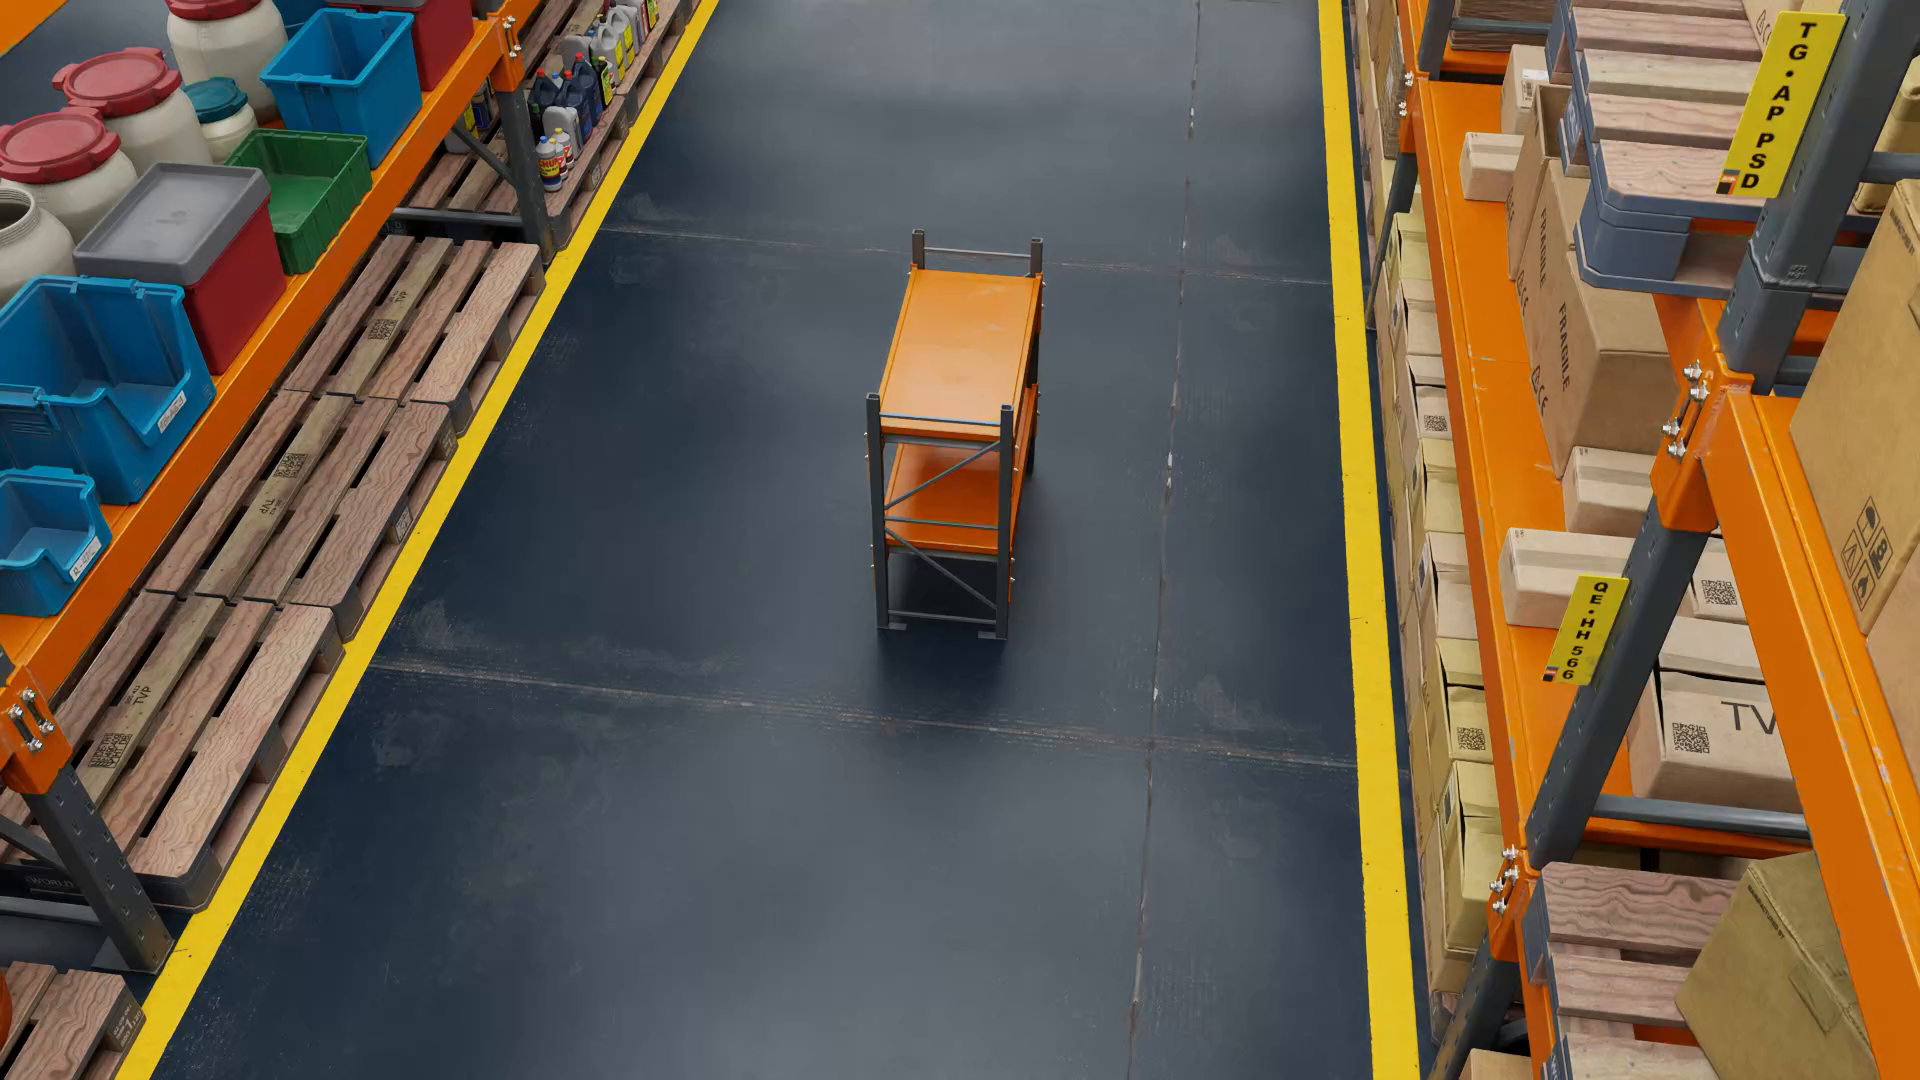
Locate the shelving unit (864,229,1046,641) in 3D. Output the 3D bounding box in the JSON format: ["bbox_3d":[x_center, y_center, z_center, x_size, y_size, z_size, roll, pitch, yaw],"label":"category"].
[{"bbox_3d":[-0.001,-0.404,6.358,0.538,1.125,1.048,5,44,6],"label":"shelving unit"}]

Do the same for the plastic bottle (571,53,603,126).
[{"bbox_3d":[-1.965,-2.355,8.662,0.144,0.351,0.185,4,44,4],"label":"plastic bottle"}]

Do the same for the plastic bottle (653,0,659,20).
[{"bbox_3d":[-1.788,-3.094,9.552,0.097,0.201,0.097,0,43,0],"label":"plastic bottle"}]

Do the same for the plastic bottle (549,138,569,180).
[{"bbox_3d":[-2.018,-1.906,8.297,0.097,0.201,0.097,0,43,0],"label":"plastic bottle"}]

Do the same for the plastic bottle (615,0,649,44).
[{"bbox_3d":[-1.848,-2.952,9.347,0.152,0.276,0.135,6,44,6],"label":"plastic bottle"}]

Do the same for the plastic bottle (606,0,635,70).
[{"bbox_3d":[-1.884,-2.772,9.102,0.144,0.351,0.185,7,44,7],"label":"plastic bottle"}]

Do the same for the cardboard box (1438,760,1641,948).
[{"bbox_3d":[1.698,0.926,4.877,0.500,0.311,0.500,6,44,7],"label":"cardboard box"}]

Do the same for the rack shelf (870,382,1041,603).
[{"bbox_3d":[-0.001,-0.226,6.526,0.538,0.278,1.000,5,44,6],"label":"rack shelf"}]

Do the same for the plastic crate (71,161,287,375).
[{"bbox_3d":[-2.520,-0.887,5.458,0.402,0.464,0.583,5,44,6],"label":"plastic crate"}]

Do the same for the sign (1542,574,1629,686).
[{"bbox_3d":[1.322,0.194,3.521,0.100,0.325,0.005,5,44,6],"label":"sign"}]

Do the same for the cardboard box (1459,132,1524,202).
[{"bbox_3d":[2.081,-1.387,6.216,0.380,0.149,0.250,5,44,6],"label":"cardboard box"}]

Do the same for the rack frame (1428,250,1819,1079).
[{"bbox_3d":[1.872,0.663,3.868,1.000,3.000,0.127,5,44,6],"label":"rack frame"}]

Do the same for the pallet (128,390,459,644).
[{"bbox_3d":[-2.732,-0.131,6.735,1.003,0.211,1.213,5,44,6],"label":"pallet"}]

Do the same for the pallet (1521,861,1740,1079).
[{"bbox_3d":[1.852,1.201,3.440,1.213,0.211,1.003,5,44,6],"label":"pallet"}]

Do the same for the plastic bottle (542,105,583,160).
[{"bbox_3d":[-2.016,-2.087,8.434,0.152,0.276,0.135,7,44,7],"label":"plastic bottle"}]

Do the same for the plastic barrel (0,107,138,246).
[{"bbox_3d":[-3.006,-1.139,5.672,0.433,0.535,0.433,0,43,0],"label":"plastic barrel"}]

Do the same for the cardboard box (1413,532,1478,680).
[{"bbox_3d":[1.829,0.227,5.615,0.500,0.311,0.500,5,44,5],"label":"cardboard box"}]

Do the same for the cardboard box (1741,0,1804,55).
[{"bbox_3d":[1.928,-1.198,3.455,0.500,0.250,0.500,6,44,7],"label":"cardboard box"}]

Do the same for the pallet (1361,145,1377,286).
[{"bbox_3d":[2.548,-1.589,8.275,1.003,0.211,1.213,5,44,6],"label":"pallet"}]

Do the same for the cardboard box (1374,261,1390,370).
[{"bbox_3d":[2.102,-0.965,7.282,0.500,0.250,0.500,4,44,5],"label":"cardboard box"}]

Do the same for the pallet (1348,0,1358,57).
[{"bbox_3d":[2.870,-3.252,10.031,1.003,0.211,1.213,5,44,6],"label":"pallet"}]

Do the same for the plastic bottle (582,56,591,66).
[{"bbox_3d":[-1.983,-2.430,8.799,0.097,0.271,0.097,0,43,0],"label":"plastic bottle"}]

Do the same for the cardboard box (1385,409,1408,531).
[{"bbox_3d":[1.968,-0.264,6.541,0.500,0.250,0.500,4,44,4],"label":"cardboard box"}]

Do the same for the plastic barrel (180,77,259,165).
[{"bbox_3d":[-2.835,-1.578,6.335,0.301,0.262,0.301,0,43,0],"label":"plastic barrel"}]

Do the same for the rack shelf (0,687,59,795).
[{"bbox_3d":[-3.301,1.834,3.154,1.077,0.370,4.000,5,44,6],"label":"rack shelf"}]

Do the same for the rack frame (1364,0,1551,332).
[{"bbox_3d":[2.401,-2.063,6.748,1.000,3.000,0.127,5,44,6],"label":"rack frame"}]

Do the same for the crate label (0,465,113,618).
[{"bbox_3d":[-2.610,0.018,4.671,0.303,0.233,0.416,5,44,6],"label":"crate label"}]

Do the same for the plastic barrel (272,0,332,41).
[{"bbox_3d":[-2.860,-2.462,6.804,0.600,0.901,0.708,5,44,6],"label":"plastic barrel"}]

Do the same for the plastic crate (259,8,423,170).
[{"bbox_3d":[-2.346,-1.730,6.407,0.392,0.384,0.575,5,44,6],"label":"plastic crate"}]

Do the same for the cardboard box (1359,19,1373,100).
[{"bbox_3d":[2.439,-2.576,8.983,0.500,0.250,0.500,5,44,6],"label":"cardboard box"}]

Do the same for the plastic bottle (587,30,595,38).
[{"bbox_3d":[-2.010,-2.698,9.134,0.097,0.201,0.097,0,43,0],"label":"plastic bottle"}]

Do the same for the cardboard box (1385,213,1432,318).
[{"bbox_3d":[2.100,-1.162,7.082,0.500,0.311,0.500,5,44,6],"label":"cardboard box"}]

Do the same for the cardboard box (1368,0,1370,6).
[{"bbox_3d":[2.521,-3.188,9.084,0.500,0.500,0.500,5,44,6],"label":"cardboard box"}]

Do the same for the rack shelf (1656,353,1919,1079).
[{"bbox_3d":[1.608,1.198,1.645,1.077,0.370,4.000,5,44,6],"label":"rack shelf"}]

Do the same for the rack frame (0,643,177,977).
[{"bbox_3d":[-3.037,0.210,4.347,1.000,3.000,0.127,5,44,6],"label":"rack frame"}]

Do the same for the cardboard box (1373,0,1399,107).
[{"bbox_3d":[2.386,-2.506,8.364,0.500,0.500,0.500,5,44,6],"label":"cardboard box"}]

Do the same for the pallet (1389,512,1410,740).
[{"bbox_3d":[2.184,0.289,6.292,1.003,0.211,1.213,5,44,6],"label":"pallet"}]

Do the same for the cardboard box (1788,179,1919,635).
[{"bbox_3d":[1.848,-0.162,2.486,0.910,0.500,0.500,5,44,6],"label":"cardboard box"}]

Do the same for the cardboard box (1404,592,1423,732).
[{"bbox_3d":[1.834,0.434,5.805,0.500,0.250,0.500,6,44,6],"label":"cardboard box"}]

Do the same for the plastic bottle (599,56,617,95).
[{"bbox_3d":[-1.905,-2.492,8.915,0.097,0.201,0.097,0,43,0],"label":"plastic bottle"}]

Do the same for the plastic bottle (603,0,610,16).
[{"bbox_3d":[-1.954,-2.964,9.354,0.061,0.283,0.133,5,44,6],"label":"plastic bottle"}]

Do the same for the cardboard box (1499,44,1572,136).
[{"bbox_3d":[2.379,-1.669,6.441,0.500,0.250,0.500,8,44,8],"label":"cardboard box"}]

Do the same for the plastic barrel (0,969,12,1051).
[{"bbox_3d":[-3.085,1.180,4.595,0.600,0.830,0.708,5,44,6],"label":"plastic barrel"}]

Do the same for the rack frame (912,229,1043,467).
[{"bbox_3d":[0.066,-0.750,6.724,0.500,1.125,0.032,5,44,6],"label":"rack frame"}]

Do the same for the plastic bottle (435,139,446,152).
[{"bbox_3d":[-2.709,-2.179,8.476,0.144,0.351,0.185,4,44,4],"label":"plastic bottle"}]

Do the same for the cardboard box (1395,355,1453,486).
[{"bbox_3d":[1.961,-0.469,6.350,0.500,0.311,0.500,4,44,4],"label":"cardboard box"}]

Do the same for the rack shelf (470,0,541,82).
[{"bbox_3d":[-2.244,-3.618,8.913,1.077,0.370,4.000,5,44,6],"label":"rack shelf"}]

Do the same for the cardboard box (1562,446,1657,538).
[{"bbox_3d":[1.985,-0.120,4.878,0.380,0.149,0.250,8,44,9],"label":"cardboard box"}]

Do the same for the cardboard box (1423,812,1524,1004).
[{"bbox_3d":[1.700,1.128,5.072,0.500,0.250,0.500,6,44,7],"label":"cardboard box"}]

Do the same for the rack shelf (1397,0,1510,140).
[{"bbox_3d":[2.666,-3.165,8.434,1.077,0.370,4.000,5,44,6],"label":"rack shelf"}]

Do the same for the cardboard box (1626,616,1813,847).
[{"bbox_3d":[1.964,0.451,4.157,0.500,0.311,0.500,8,44,8],"label":"cardboard box"}]

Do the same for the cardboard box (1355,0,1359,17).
[{"bbox_3d":[2.576,-3.257,9.703,0.500,0.250,0.500,5,44,6],"label":"cardboard box"}]

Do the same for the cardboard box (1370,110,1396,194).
[{"bbox_3d":[2.322,-1.893,8.262,0.500,0.250,0.500,5,44,6],"label":"cardboard box"}]

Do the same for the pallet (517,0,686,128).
[{"bbox_3d":[-2.219,-2.791,9.544,1.003,0.211,1.213,5,44,6],"label":"pallet"}]

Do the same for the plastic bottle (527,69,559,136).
[{"bbox_3d":[-2.133,-2.240,8.540,0.144,0.351,0.185,5,44,6],"label":"plastic bottle"}]

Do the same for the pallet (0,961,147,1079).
[{"bbox_3d":[-3.100,1.764,4.734,1.003,0.211,1.213,5,44,6],"label":"pallet"}]

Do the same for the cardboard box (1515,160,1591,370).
[{"bbox_3d":[2.148,-0.877,5.422,0.500,0.500,0.500,5,44,6],"label":"cardboard box"}]

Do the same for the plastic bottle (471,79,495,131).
[{"bbox_3d":[-2.533,-2.286,8.644,0.152,0.276,0.135,5,44,6],"label":"plastic bottle"}]
